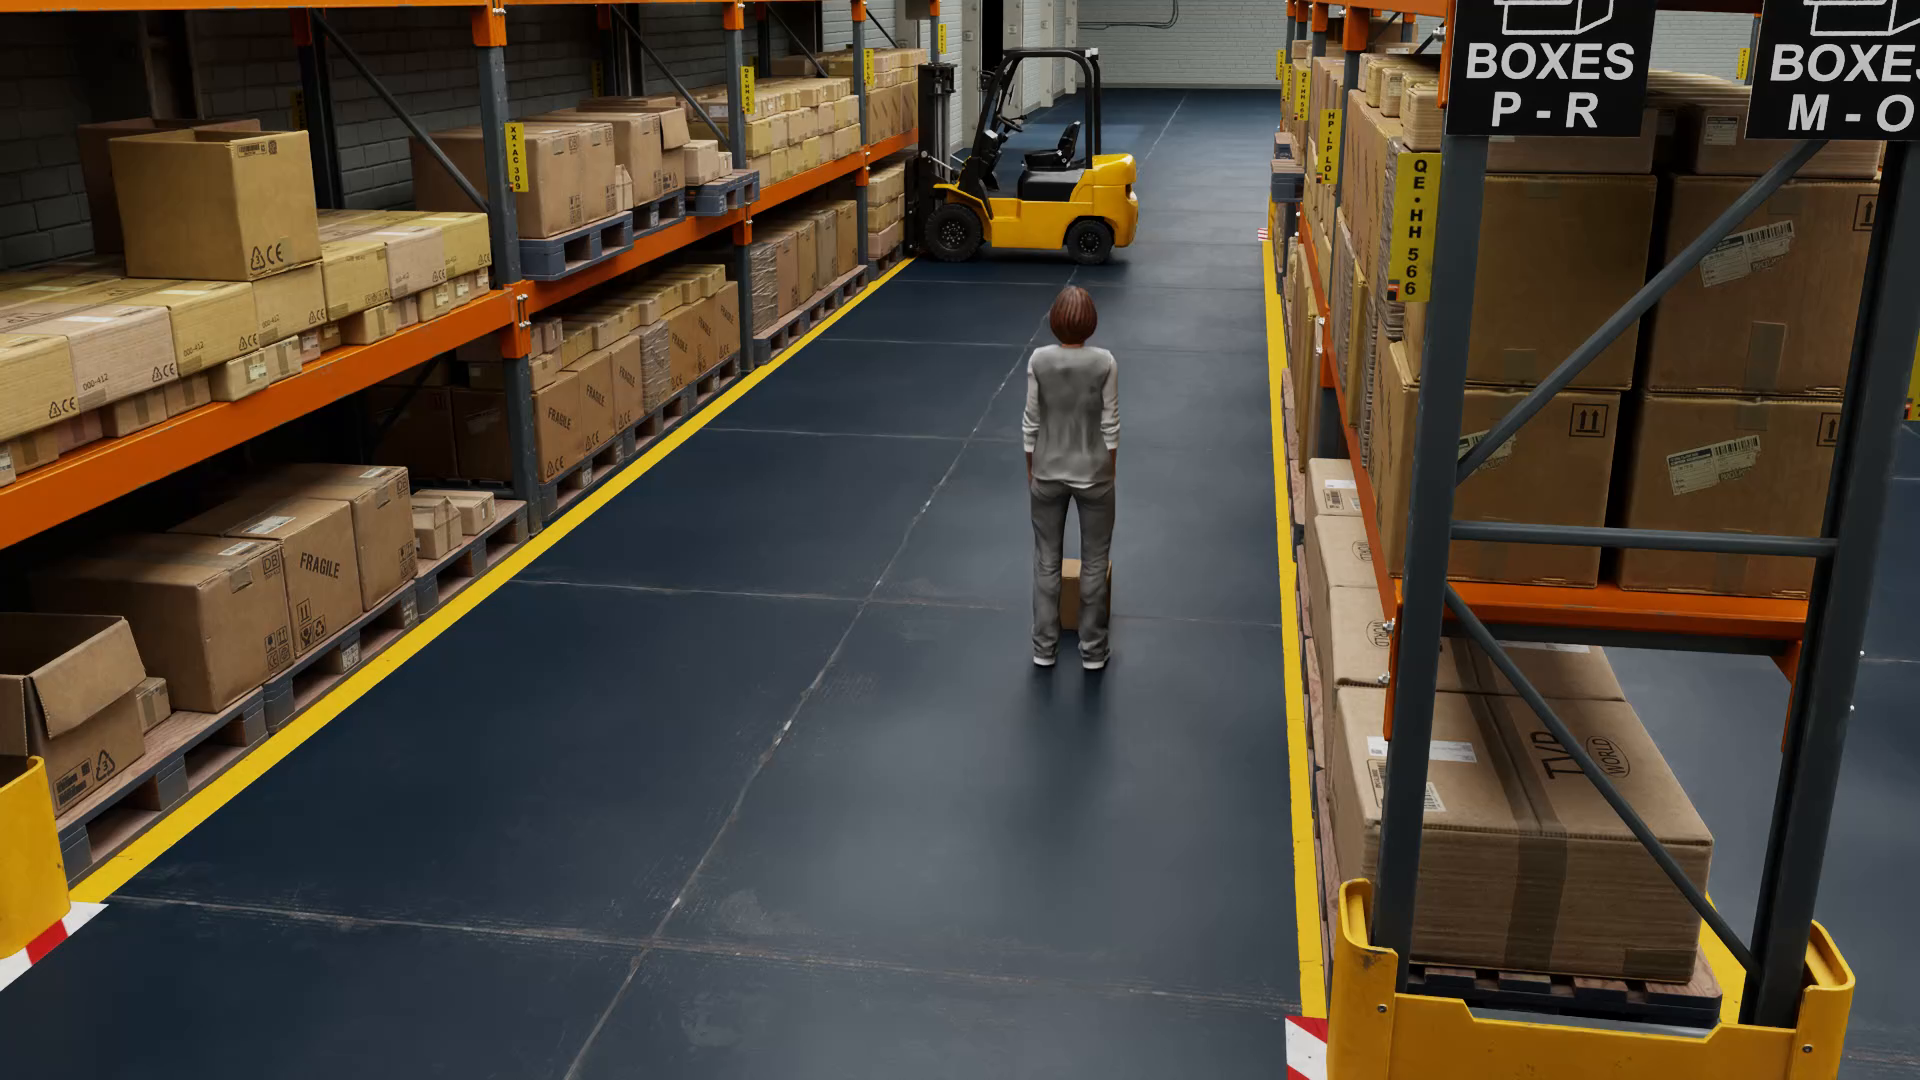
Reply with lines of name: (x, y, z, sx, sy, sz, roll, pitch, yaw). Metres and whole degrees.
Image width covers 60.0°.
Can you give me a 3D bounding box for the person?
person: (0.450, -0.247, 6.826, 0.405, 1.598, 0.304, 4, 19, 11)
